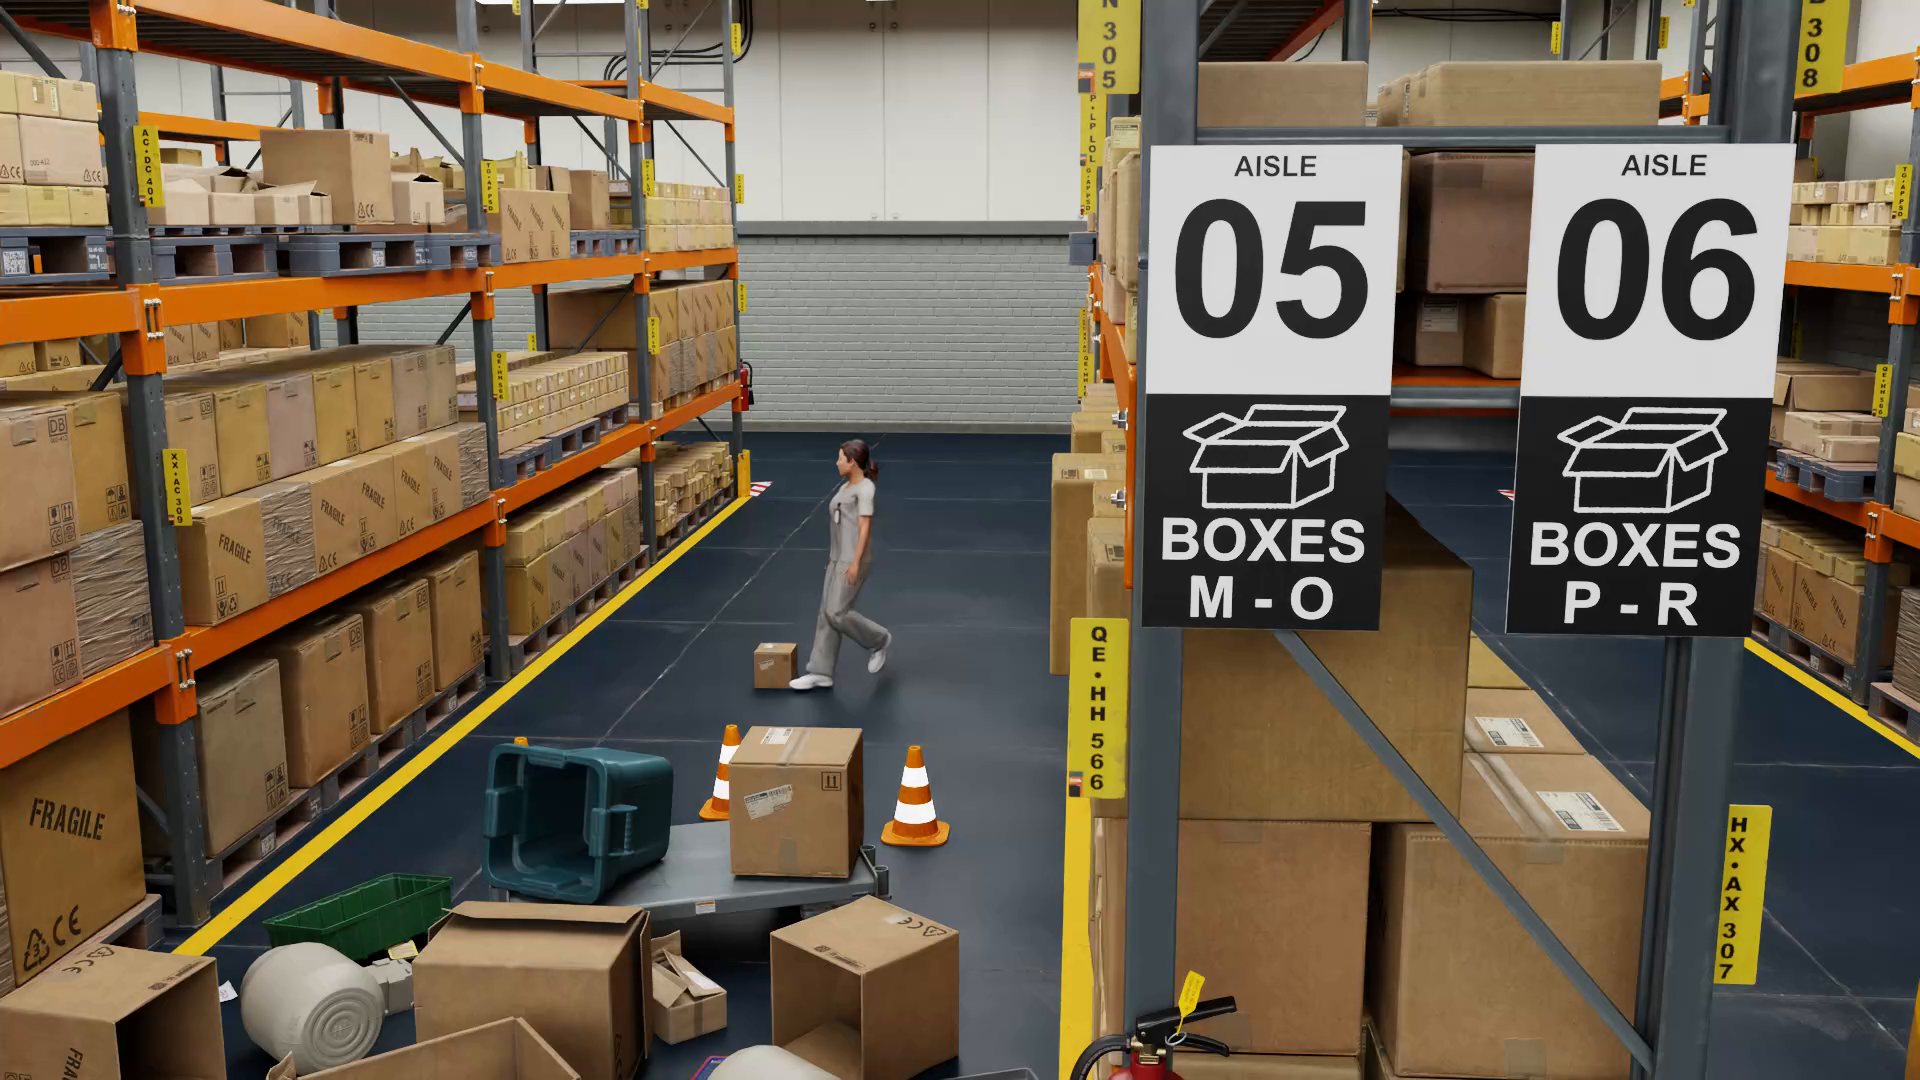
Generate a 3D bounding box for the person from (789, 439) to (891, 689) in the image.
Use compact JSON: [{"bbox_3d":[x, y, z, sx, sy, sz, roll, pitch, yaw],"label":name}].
[{"bbox_3d":[-0.811,0.160,11.088,0.728,1.645,0.517,-5,12,-24],"label":"person"}]
